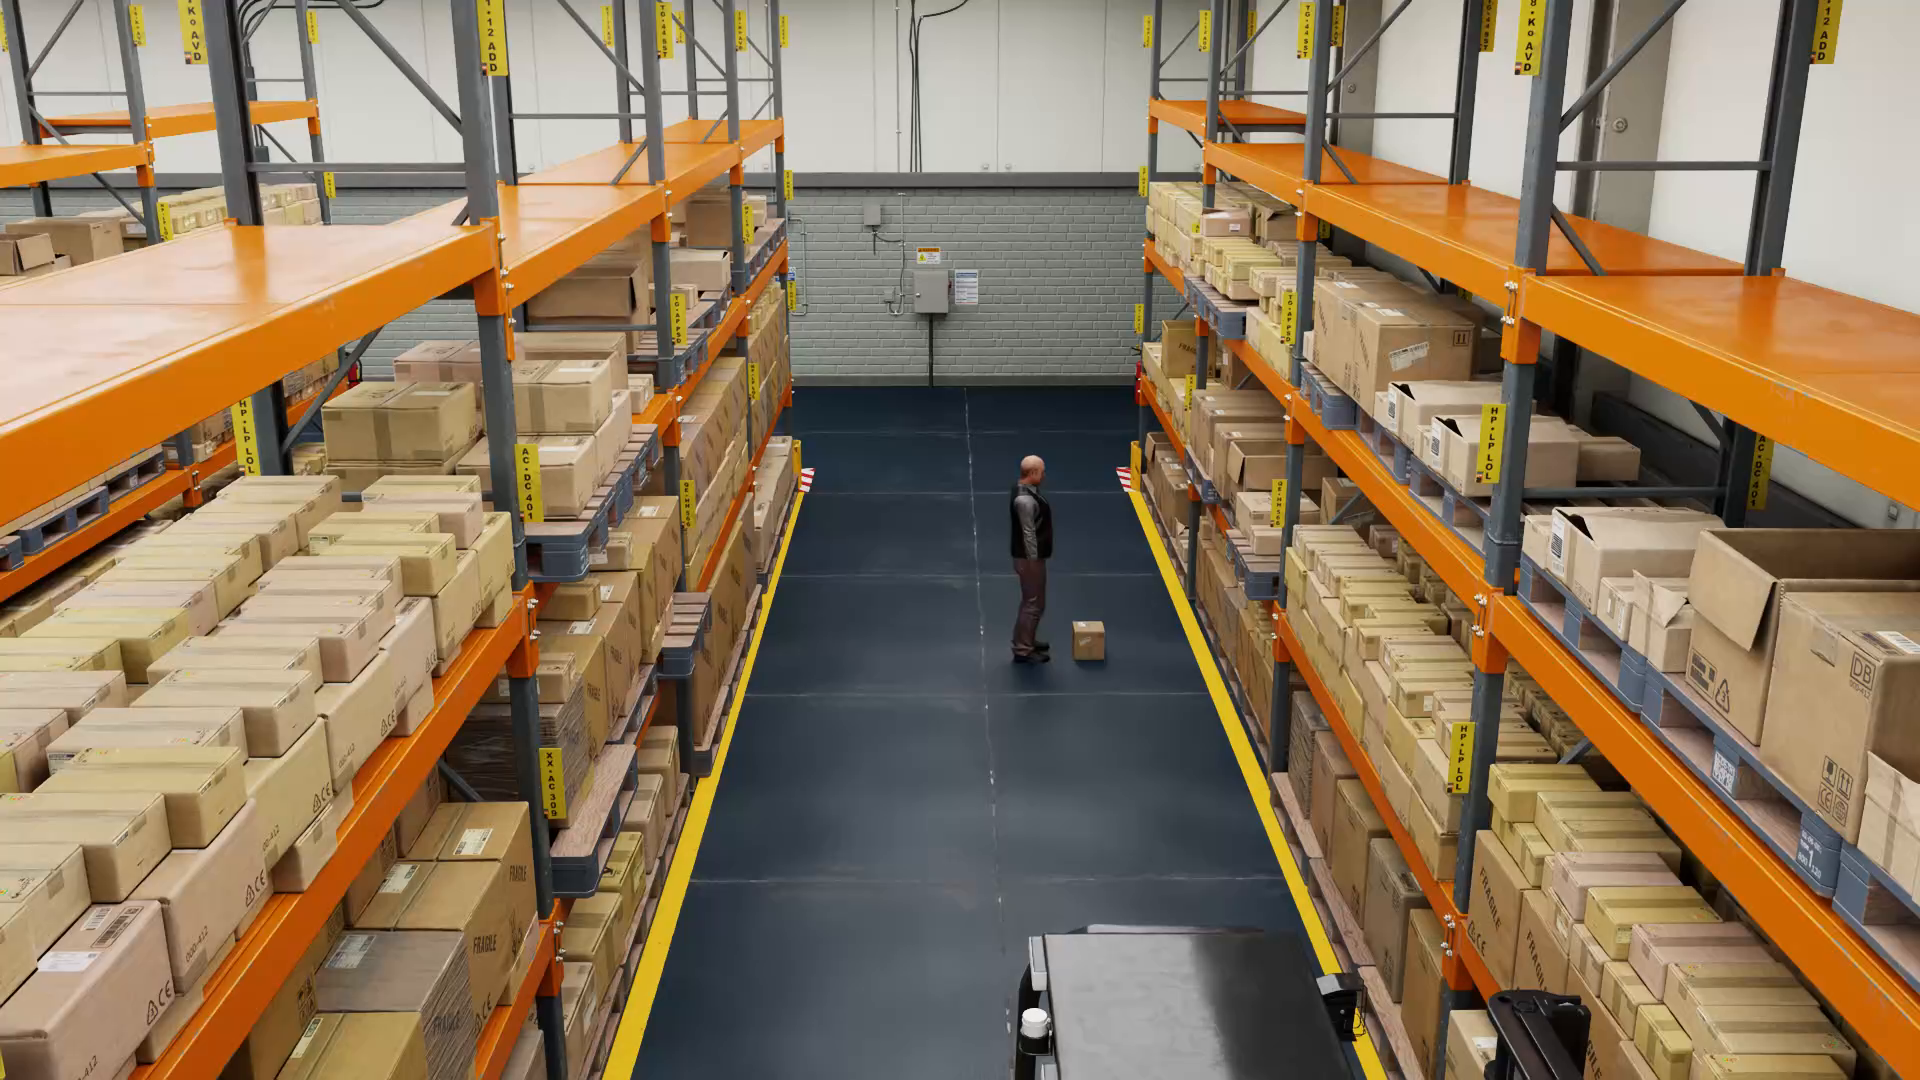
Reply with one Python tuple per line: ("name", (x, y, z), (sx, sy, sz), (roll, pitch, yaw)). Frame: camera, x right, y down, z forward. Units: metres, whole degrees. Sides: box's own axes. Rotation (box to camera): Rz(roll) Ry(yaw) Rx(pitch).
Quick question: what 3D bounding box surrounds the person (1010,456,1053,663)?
("person", (0.584, 0.141, 13.736), (0.357, 1.719, 0.533), (0, 17, 0))
